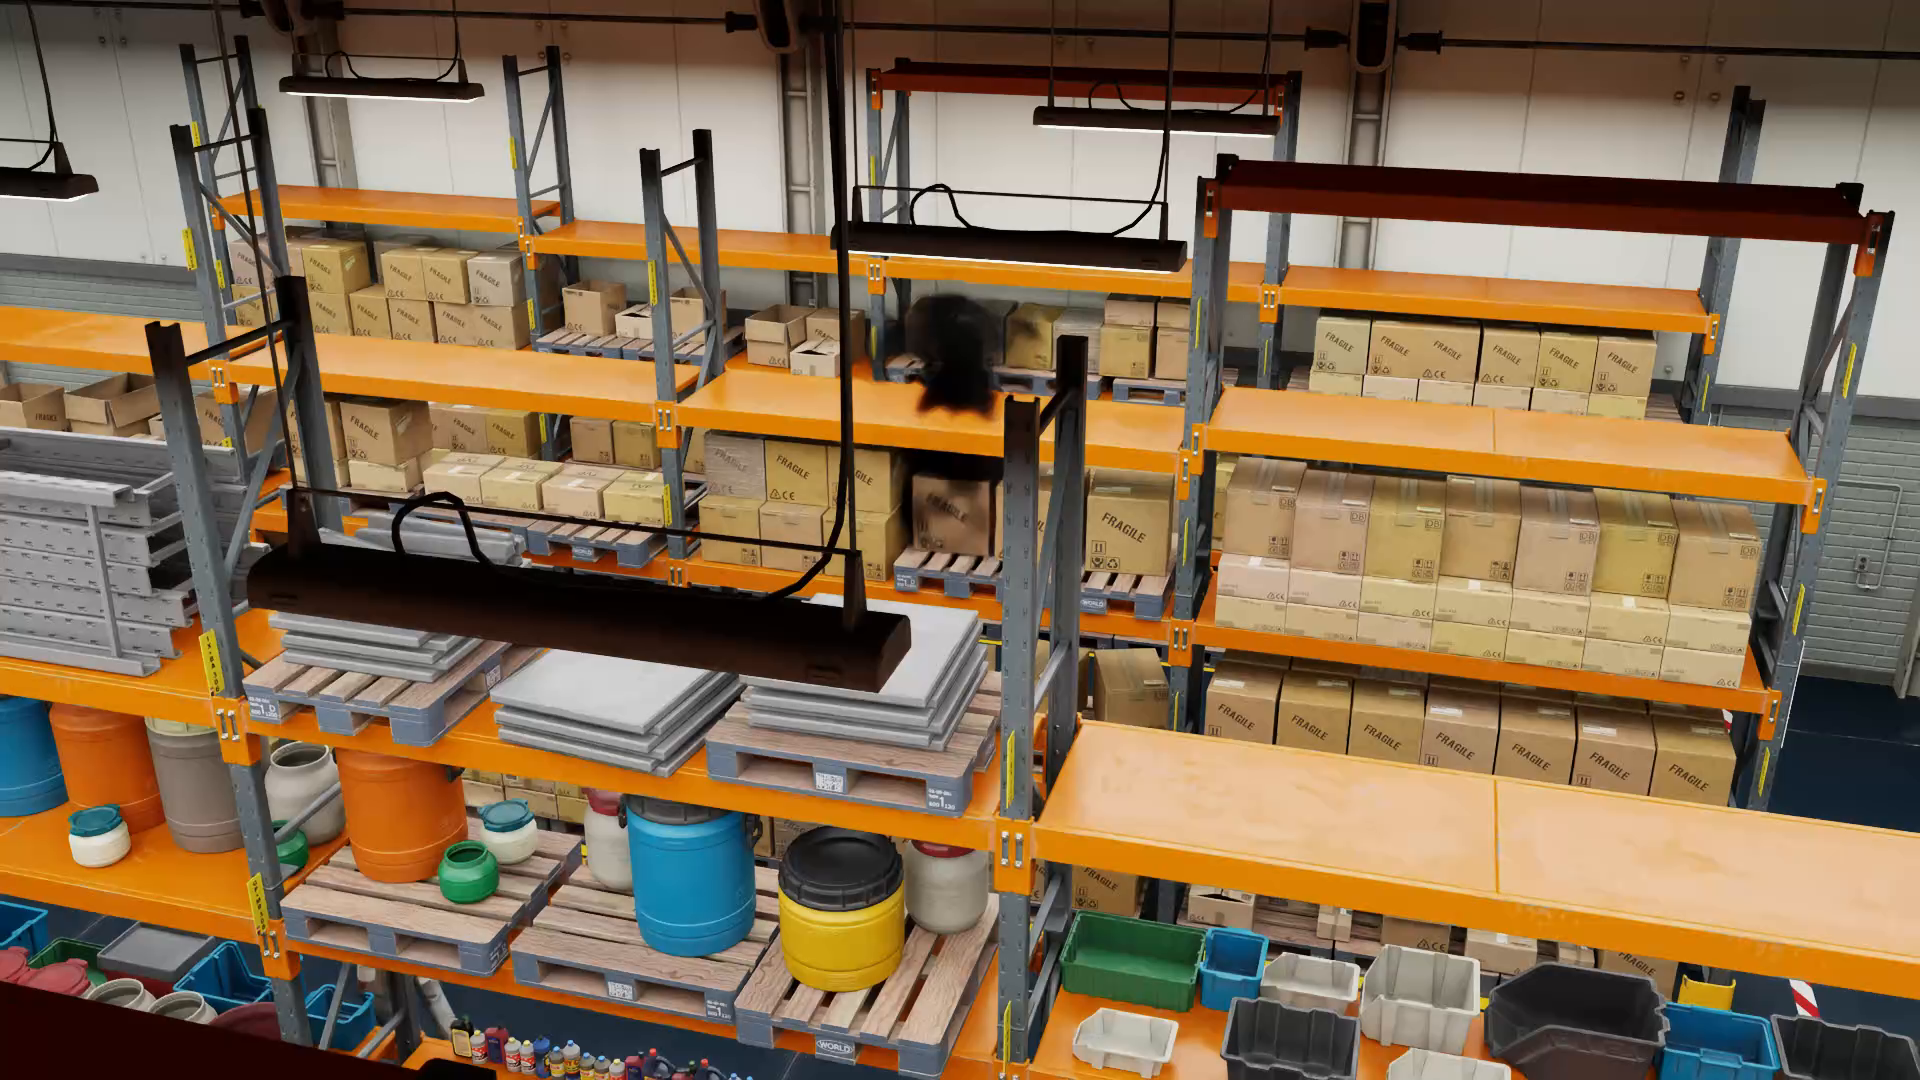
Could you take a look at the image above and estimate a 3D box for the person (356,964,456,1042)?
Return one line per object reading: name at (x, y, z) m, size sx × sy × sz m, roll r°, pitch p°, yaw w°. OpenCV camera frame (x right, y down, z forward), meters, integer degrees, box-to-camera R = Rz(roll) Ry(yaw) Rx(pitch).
person at (-3.875, 2.910, 11.511) m, size 0.867 × 1.719 × 0.749 m, roll 16°, pitch 27°, yaw 34°
